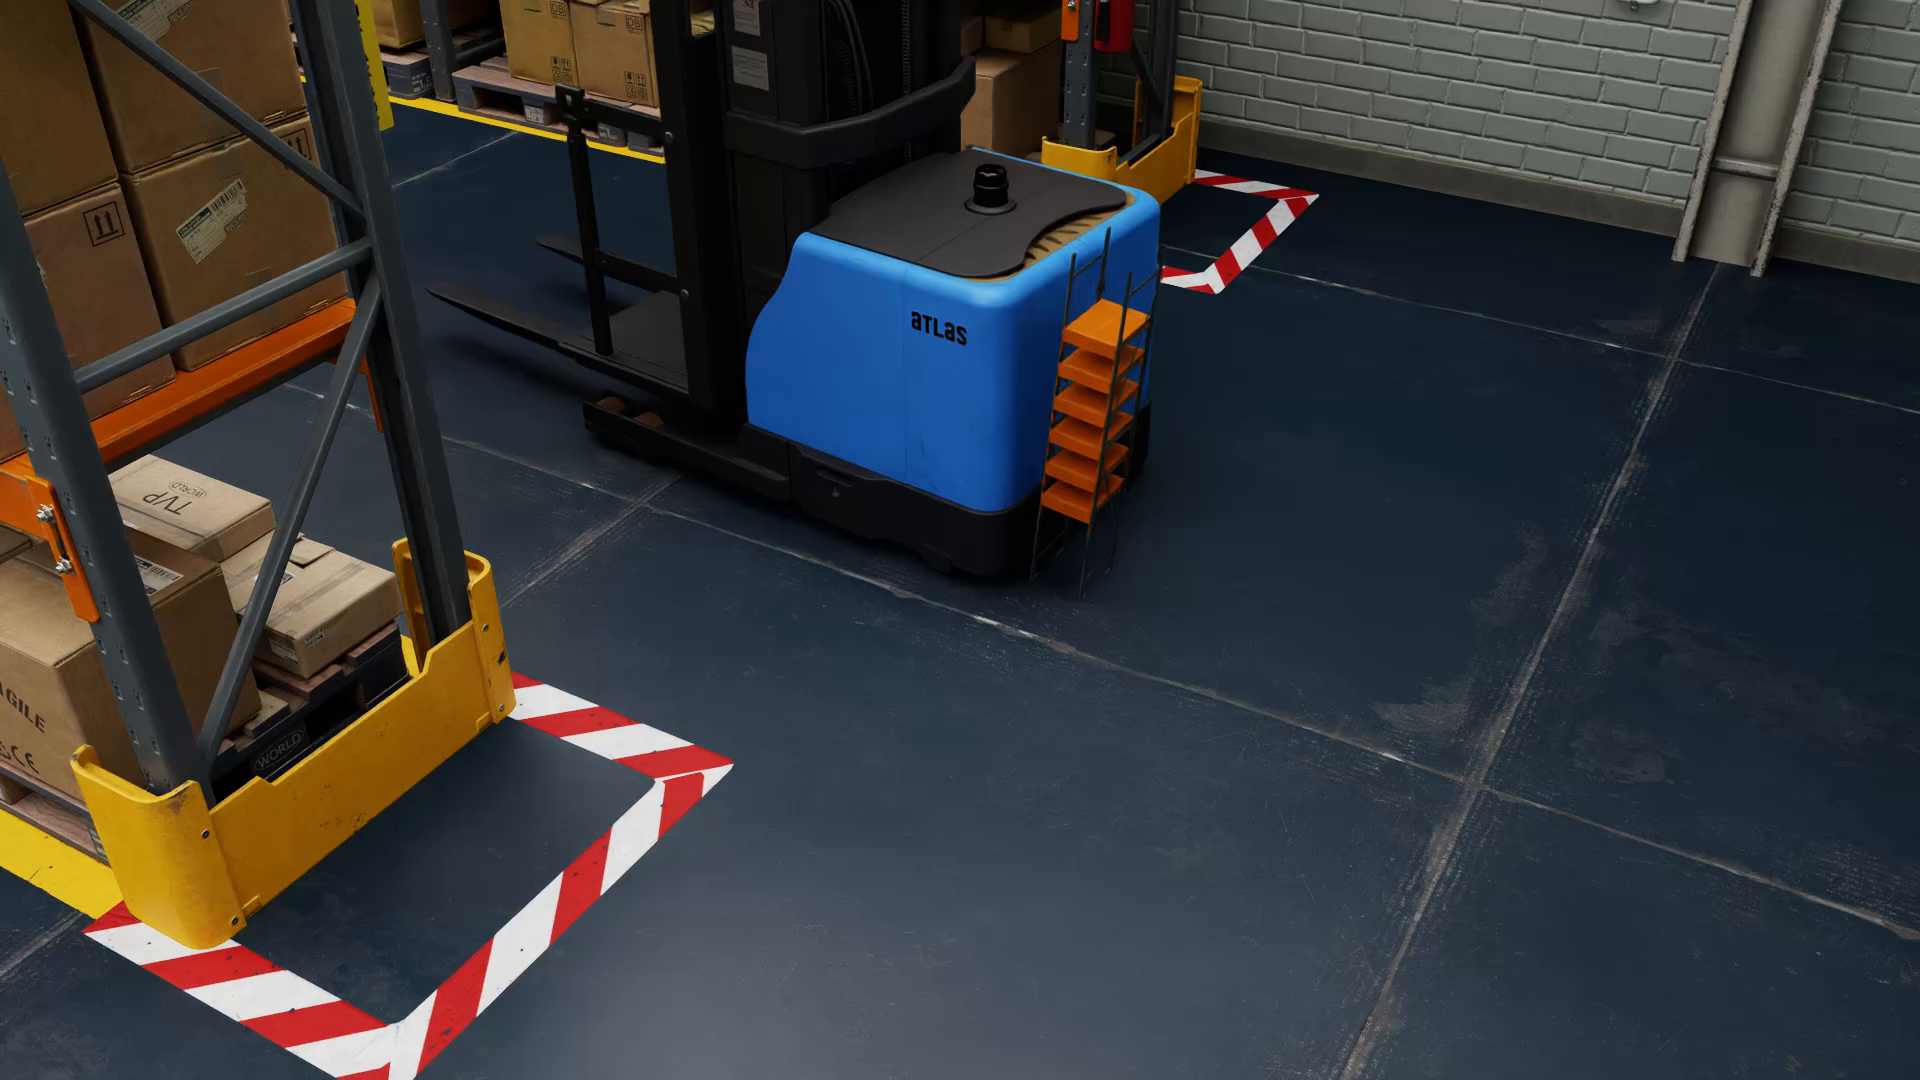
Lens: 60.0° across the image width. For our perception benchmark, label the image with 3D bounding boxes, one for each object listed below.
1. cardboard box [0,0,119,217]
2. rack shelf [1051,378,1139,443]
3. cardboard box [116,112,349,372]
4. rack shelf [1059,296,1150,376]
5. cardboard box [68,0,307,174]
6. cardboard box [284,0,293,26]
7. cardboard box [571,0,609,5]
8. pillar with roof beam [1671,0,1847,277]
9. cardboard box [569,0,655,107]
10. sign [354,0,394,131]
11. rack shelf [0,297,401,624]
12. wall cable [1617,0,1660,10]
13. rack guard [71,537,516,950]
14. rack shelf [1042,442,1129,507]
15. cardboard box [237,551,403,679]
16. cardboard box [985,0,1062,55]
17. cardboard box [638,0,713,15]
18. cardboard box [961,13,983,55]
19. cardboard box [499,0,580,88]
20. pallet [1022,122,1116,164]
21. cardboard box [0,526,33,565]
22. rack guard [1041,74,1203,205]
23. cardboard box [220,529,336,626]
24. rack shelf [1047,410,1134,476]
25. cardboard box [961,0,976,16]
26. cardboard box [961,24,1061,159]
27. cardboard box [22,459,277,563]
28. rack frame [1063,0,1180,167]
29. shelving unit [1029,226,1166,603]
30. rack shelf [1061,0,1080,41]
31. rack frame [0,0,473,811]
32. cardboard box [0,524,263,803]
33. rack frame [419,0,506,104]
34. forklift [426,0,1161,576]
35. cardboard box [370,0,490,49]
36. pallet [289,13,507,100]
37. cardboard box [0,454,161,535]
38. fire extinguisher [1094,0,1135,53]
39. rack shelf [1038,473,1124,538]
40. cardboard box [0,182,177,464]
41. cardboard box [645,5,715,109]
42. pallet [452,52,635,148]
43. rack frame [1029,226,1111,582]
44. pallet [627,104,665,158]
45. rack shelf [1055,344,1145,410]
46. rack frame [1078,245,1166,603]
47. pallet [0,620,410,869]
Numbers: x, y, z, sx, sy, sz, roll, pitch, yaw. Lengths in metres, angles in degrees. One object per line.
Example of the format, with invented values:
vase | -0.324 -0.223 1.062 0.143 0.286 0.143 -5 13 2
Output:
cardboard box | -2.208 -0.956 3.487 0.500 0.500 0.500 17 37 24
rack shelf | 0.425 -0.426 5.160 0.180 0.103 0.258 23 40 23
cardboard box | -1.940 -0.799 4.153 0.500 0.500 0.500 18 38 25
rack shelf | 0.443 -0.619 5.018 0.180 0.103 0.258 23 40 23
cardboard box | -1.940 -1.215 3.876 0.500 0.500 0.500 19 38 26
cardboard box | -4.106 -3.632 10.059 0.750 0.750 0.750 19 38 26
cardboard box | -1.898 -2.961 8.781 0.250 0.149 0.380 19 38 26
pillar with roof beam | 1.407 -2.992 2.125 0.400 9.000 9.100 18 37 24
cardboard box | -1.671 -2.733 9.024 0.500 0.500 0.700 17 37 24
sign | -1.416 -1.130 3.959 0.005 0.325 0.100 18 37 24
rack shelf | -3.422 -0.759 4.832 4.000 0.370 1.077 18 37 24
wall cable | 2.350 -3.419 7.262 1.851 1.984 0.084 18 37 24
rack guard | -1.751 0.511 4.531 0.348 0.500 1.175 18 37 24
rack shelf | 0.406 -0.233 5.302 0.180 0.103 0.258 23 40 23
cardboard box | -1.878 0.215 4.897 0.250 0.149 0.380 18 37 24
cardboard box | 0.320 -2.504 8.095 0.250 0.149 0.380 18 38 25
cardboard box | -1.445 -2.817 8.565 0.250 0.149 0.380 16 37 23
cardboard box | -0.090 -2.390 7.923 0.250 0.149 0.380 17 37 24
cardboard box | -2.105 -2.873 9.234 0.500 0.500 0.700 18 38 25
pallet | 0.036 -1.915 8.435 1.213 0.211 1.003 18 37 24
cardboard box | -3.089 0.146 4.908 0.500 0.250 0.500 18 37 24
rack guard | 0.790 -1.846 8.071 0.348 0.500 1.175 18 37 24
cardboard box | -2.095 0.139 4.995 0.250 0.166 0.380 18 37 24
rack shelf | 0.415 -0.330 5.231 0.180 0.103 0.258 23 40 23
cardboard box | -0.120 -2.643 8.303 0.250 0.149 0.380 18 38 25
cardboard box | 0.112 -2.172 8.182 0.500 0.500 0.700 18 37 24
cardboard box | -2.451 0.029 5.083 0.500 0.250 0.500 18 37 24
rack frame | 0.769 -2.893 7.388 0.127 3.000 1.000 18 37 24
shelving unit | 0.419 -0.365 5.204 0.189 1.200 0.258 23 40 23
rack shelf | -0.967 -3.144 8.414 4.000 0.370 1.077 18 37 24
rack frame | -1.685 -0.508 3.807 0.127 3.000 1.000 18 37 24
cardboard box | -2.280 0.318 4.425 0.500 0.500 0.500 18 37 24
rack frame | -2.703 -3.993 9.040 0.127 3.000 1.000 18 37 24
forklift | -0.806 -1.745 5.726 3.031 2.935 1.130 22 39 29
cardboard box | -3.332 -3.389 9.694 0.750 0.750 0.750 18 38 25
pallet | -3.411 -3.009 10.077 1.213 0.211 1.003 18 37 24
cardboard box | -2.885 -0.108 5.290 0.500 0.250 0.500 18 37 24
fire extinguisher | 0.671 -2.442 7.117 0.183 0.674 0.296 18 37 24
rack shelf | 0.397 -0.137 5.373 0.180 0.103 0.258 23 40 23
cardboard box | -2.209 -0.542 3.768 0.500 0.500 0.500 19 38 26
cardboard box | -1.226 -2.591 8.810 0.500 0.500 0.700 18 38 25
pallet | -2.082 -2.586 9.443 1.213 0.211 1.003 18 37 24
rack frame | 0.341 -0.399 5.240 0.006 1.200 0.240 23 40 23
pallet | -1.019 -2.251 8.940 1.213 0.211 1.003 18 37 24
rack shelf | 0.434 -0.522 5.089 0.180 0.103 0.258 23 40 23
rack frame | 0.497 -0.332 5.169 0.006 1.200 0.240 23 40 23
pallet | -2.444 0.413 4.940 1.213 0.211 1.003 18 37 24
